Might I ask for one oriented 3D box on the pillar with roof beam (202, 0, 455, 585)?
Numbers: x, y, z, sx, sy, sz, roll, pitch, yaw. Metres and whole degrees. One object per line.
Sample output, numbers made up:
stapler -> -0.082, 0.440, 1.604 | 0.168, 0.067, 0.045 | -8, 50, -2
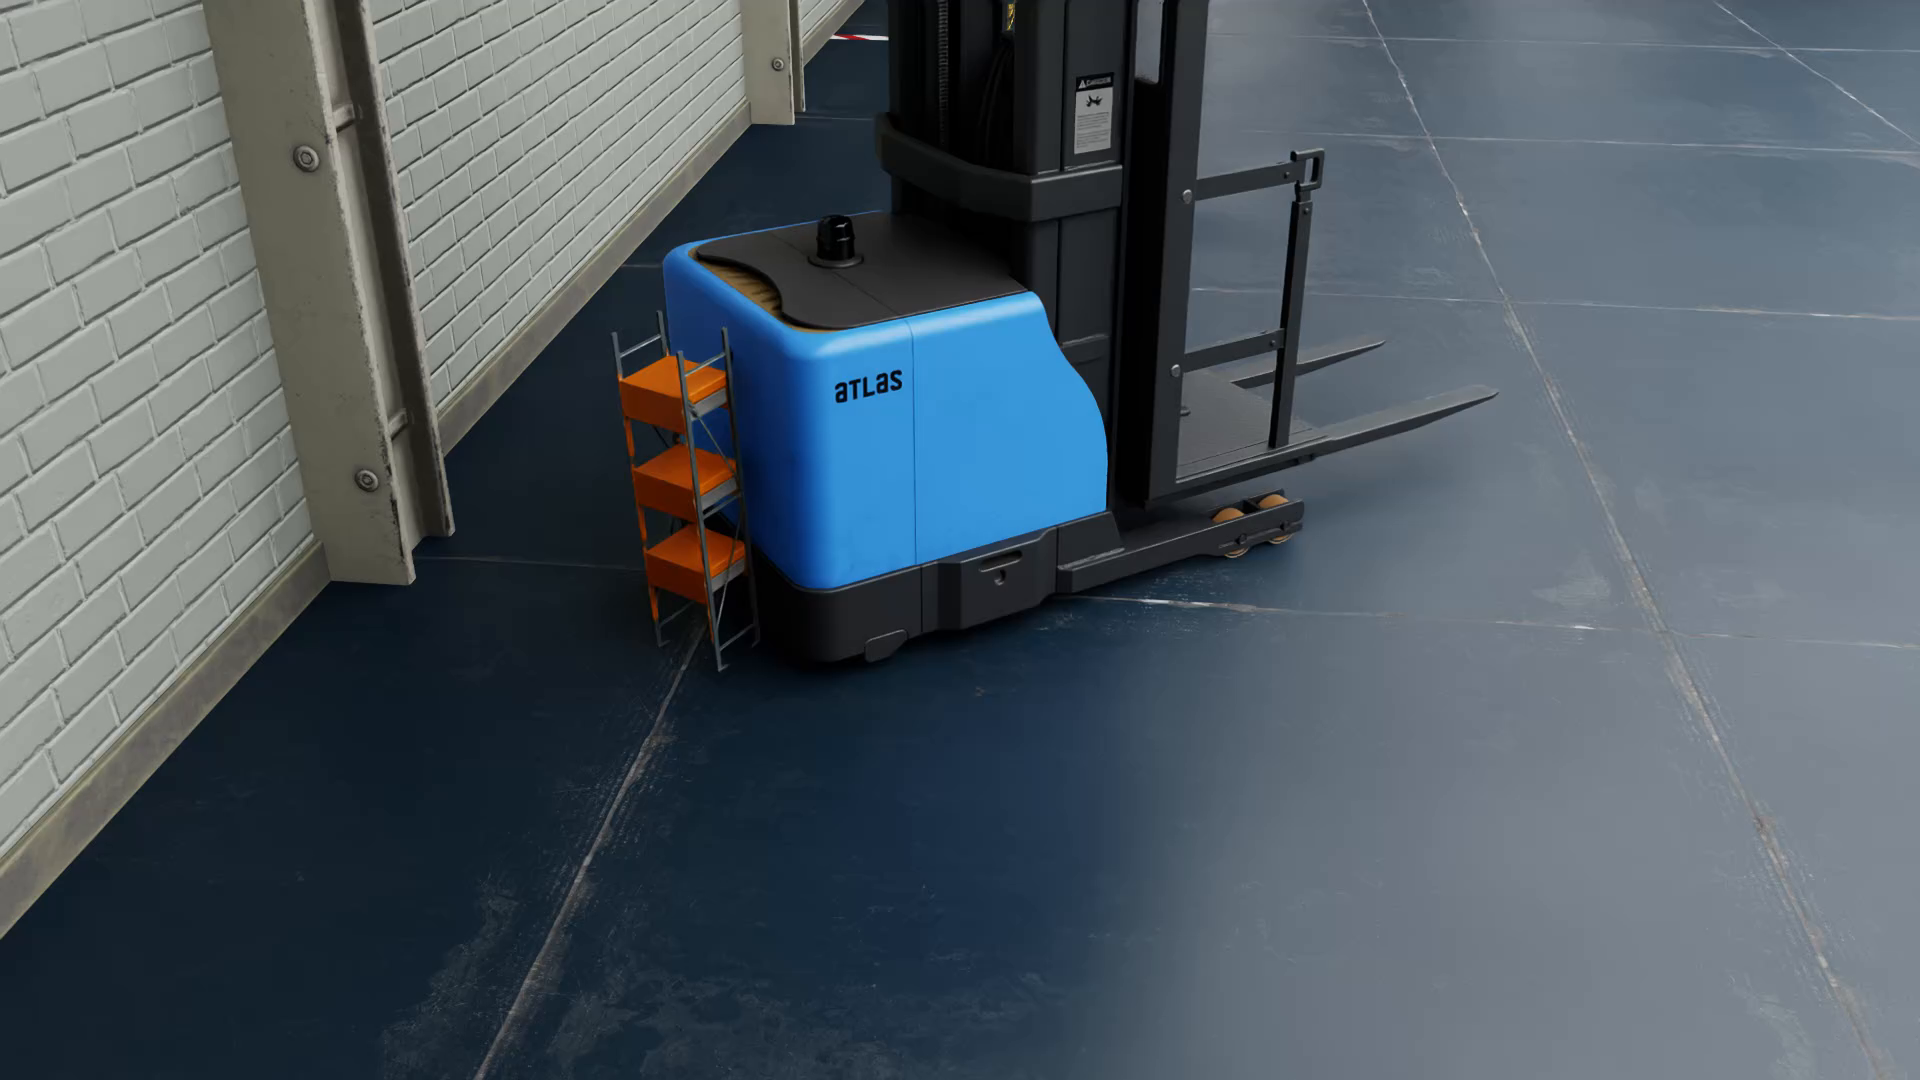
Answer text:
pillar with roof beam -> 2.332, -3.665, 3.065 | 9.100, 9.000, 0.400 | 3, 28, 6

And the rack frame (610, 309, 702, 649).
rack frame -> -0.892, -0.161, 4.931 | 0.008, 1.050, 0.200 | 18, 36, 29

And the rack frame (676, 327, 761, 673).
rack frame -> -0.690, -0.097, 4.811 | 0.008, 1.050, 0.200 | 18, 36, 29

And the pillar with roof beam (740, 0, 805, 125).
pillar with roof beam -> 3.067, -6.489, 8.307 | 9.100, 9.000, 0.400 | 3, 28, 6

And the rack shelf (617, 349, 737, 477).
rack shelf -> -0.799, -0.364, 4.731 | 0.240, 0.259, 0.215 | 18, 36, 29

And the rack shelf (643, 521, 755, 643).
rack shelf -> -0.782, 0.119, 5.018 | 0.240, 0.259, 0.215 | 18, 36, 29

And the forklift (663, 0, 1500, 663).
forklift -> 0.588, -1.428, 5.309 | 3.031, 2.935, 1.130 | -16, 32, -27

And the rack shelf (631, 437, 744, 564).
rack shelf -> -0.790, -0.120, 4.876 | 0.240, 0.259, 0.215 | 18, 36, 29

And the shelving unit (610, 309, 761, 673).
shelving unit -> -0.791, -0.129, 4.871 | 0.252, 1.050, 0.215 | 18, 36, 29
